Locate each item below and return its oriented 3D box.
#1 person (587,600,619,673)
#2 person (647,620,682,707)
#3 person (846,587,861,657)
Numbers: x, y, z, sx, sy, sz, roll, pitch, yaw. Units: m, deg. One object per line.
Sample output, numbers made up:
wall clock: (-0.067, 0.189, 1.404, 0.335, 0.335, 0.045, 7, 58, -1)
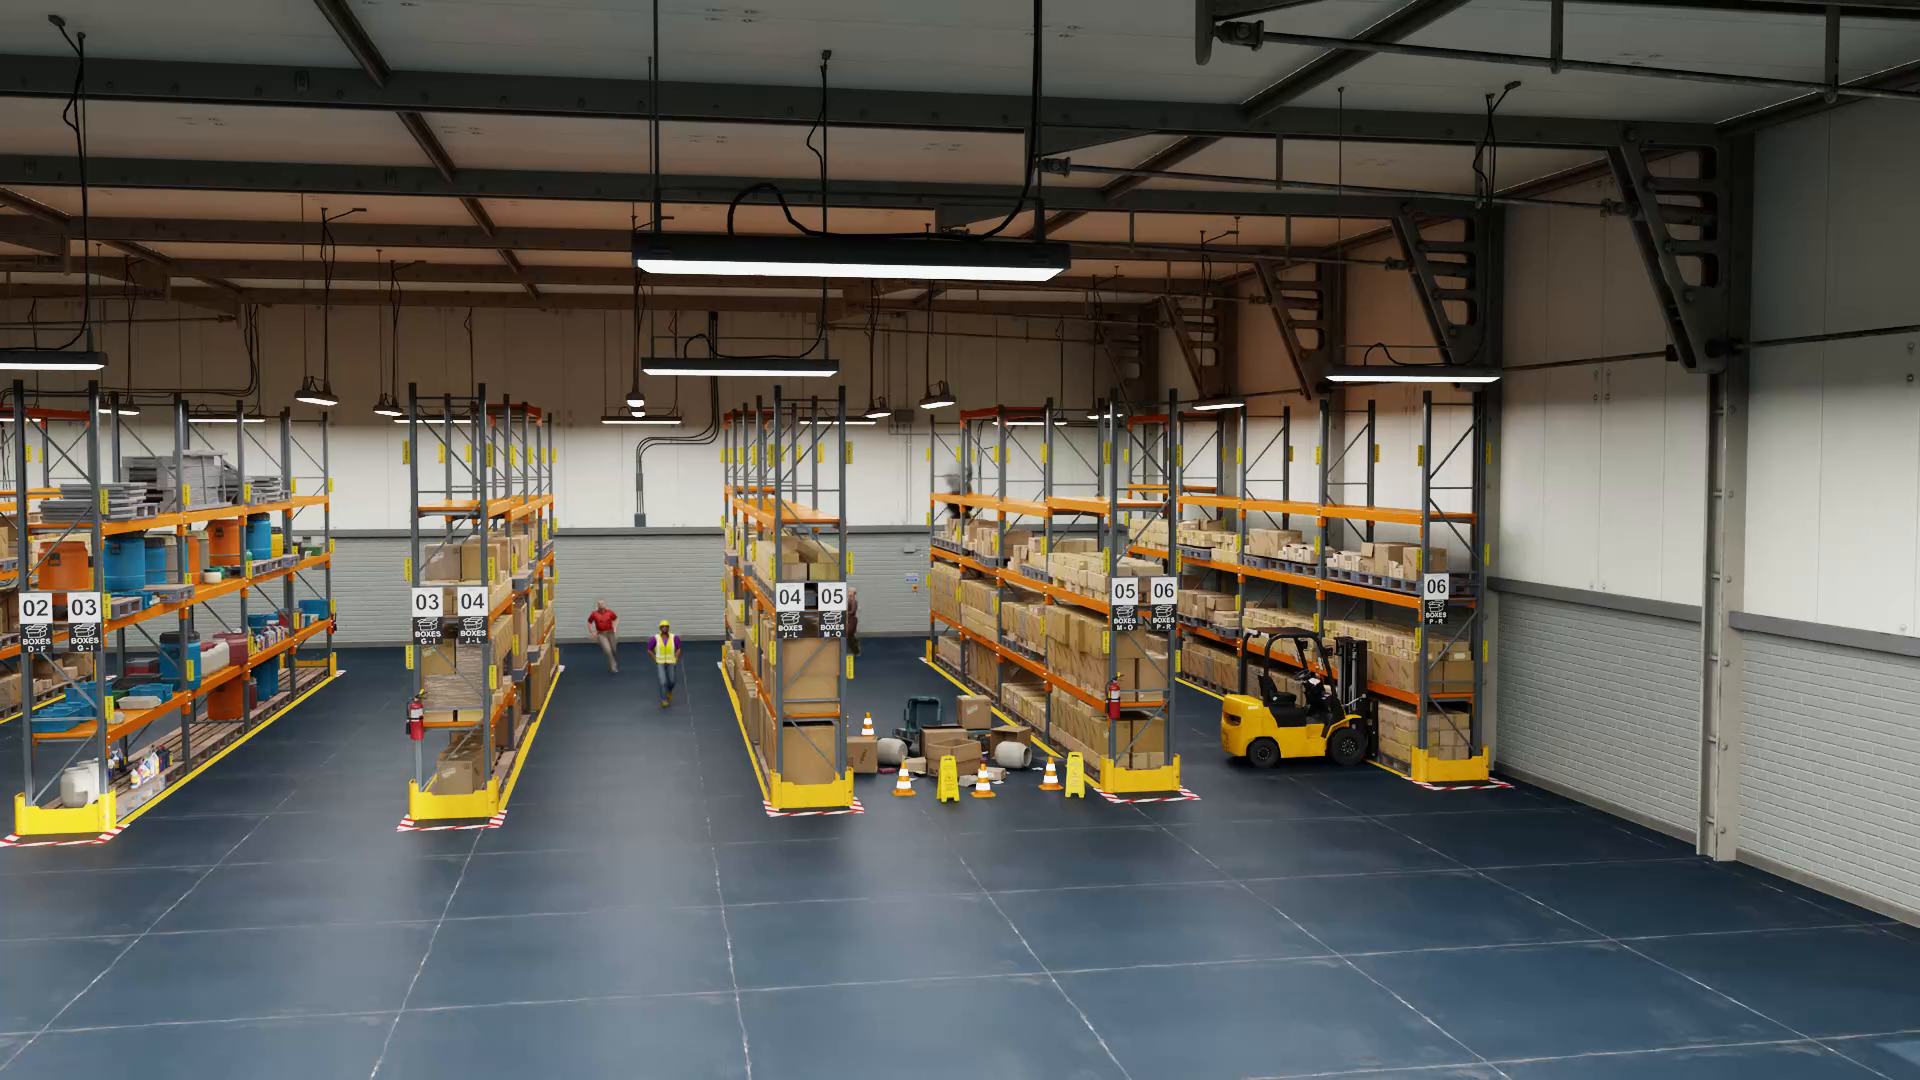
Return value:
person: (-8.240, 2.222, 38.496, 0.713, 1.664, 0.821, -1, 3, -23)
person: (-5.890, 2.459, 33.198, 0.696, 1.718, 0.605, -1, 3, -16)
person: (-2.756, 2.038, 41.346, 0.626, 1.737, 0.708, -1, 3, -14)
